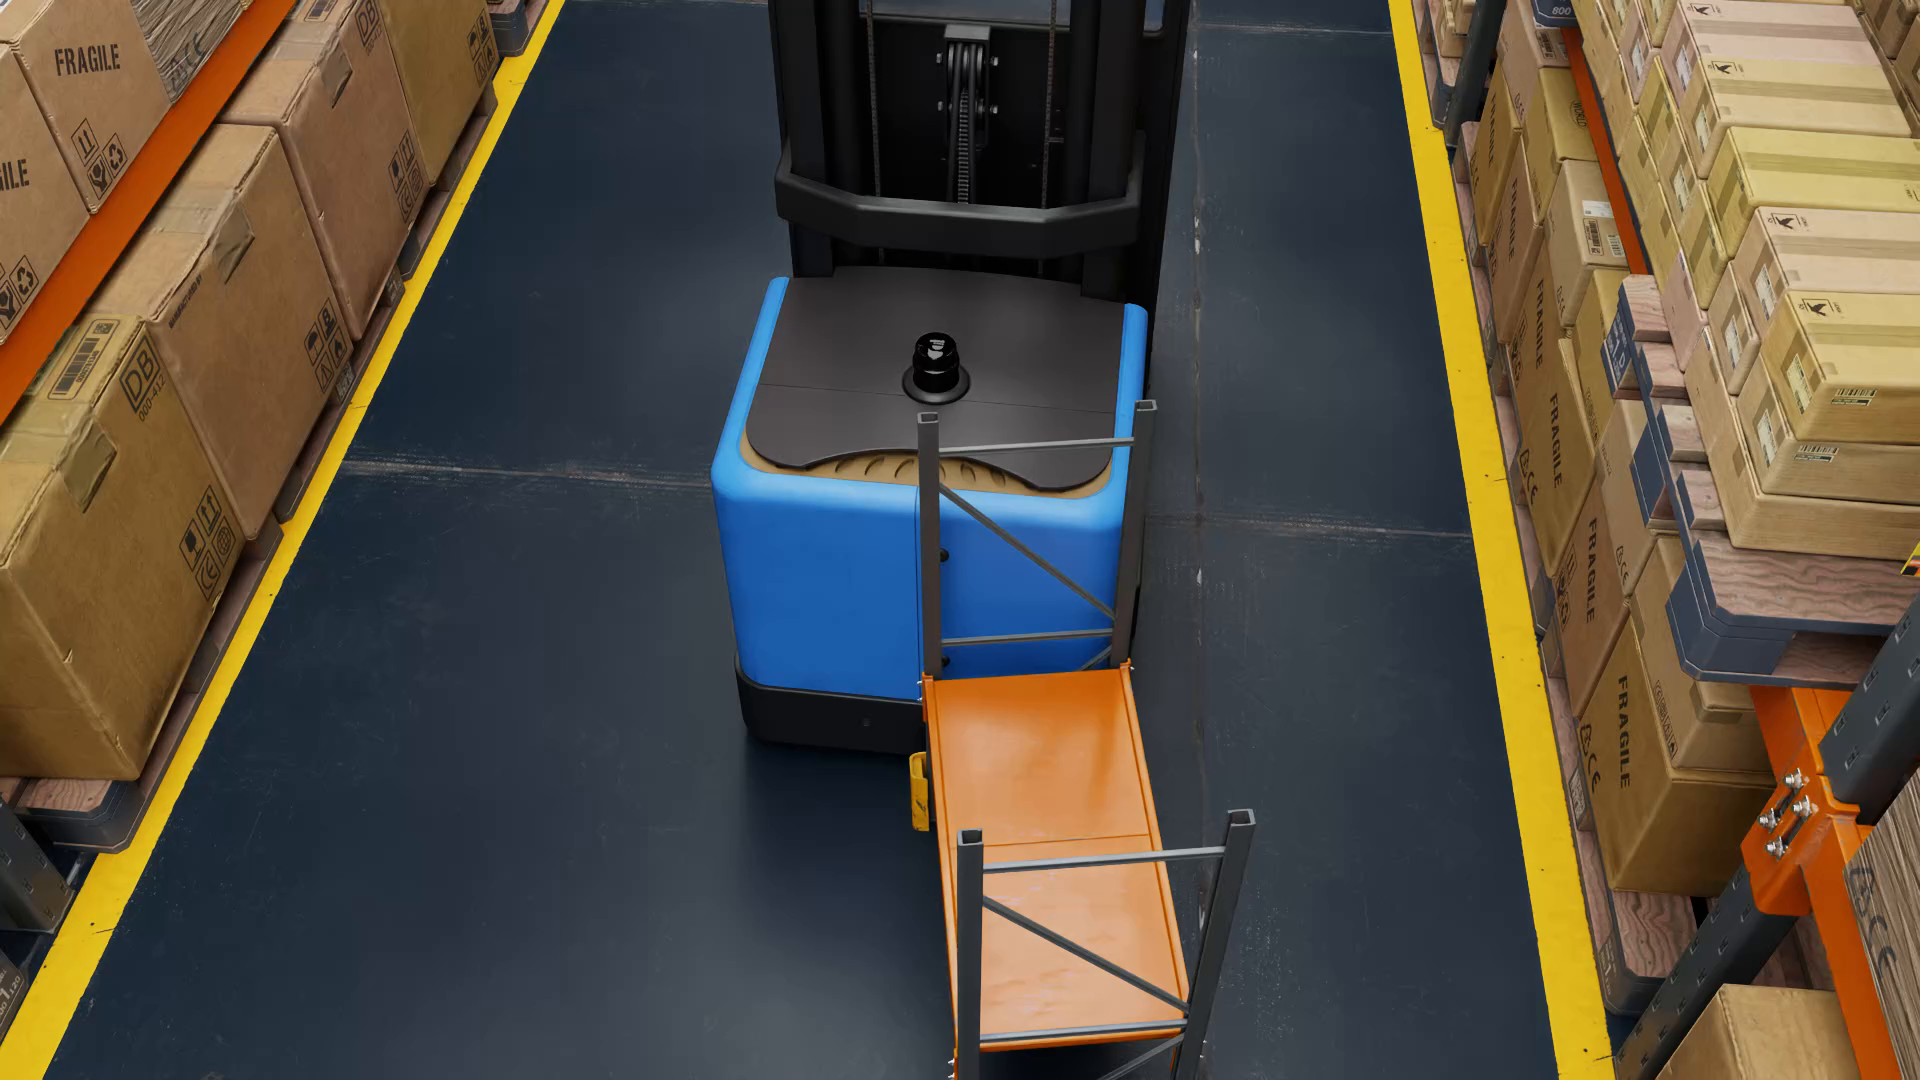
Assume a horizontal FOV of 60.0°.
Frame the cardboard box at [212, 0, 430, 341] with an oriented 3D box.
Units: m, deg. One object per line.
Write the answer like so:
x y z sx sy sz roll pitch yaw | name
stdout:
-2.592 -1.301 5.563 1.225 0.875 0.875 2 48 2 | cardboard box

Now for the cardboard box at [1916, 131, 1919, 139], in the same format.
2.428 -0.820 3.853 0.380 0.149 0.250 5 48 5 | cardboard box

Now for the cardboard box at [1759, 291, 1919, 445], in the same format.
1.681 -0.307 2.980 0.380 0.149 0.250 2 48 2 | cardboard box

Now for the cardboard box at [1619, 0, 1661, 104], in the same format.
1.800 -1.157 3.959 0.380 0.149 0.250 5 48 5 | cardboard box

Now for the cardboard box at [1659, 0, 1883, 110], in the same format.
1.779 -1.057 3.666 0.380 0.149 0.250 4 48 4 | cardboard box

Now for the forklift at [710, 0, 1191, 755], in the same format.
0.076 -1.451 4.590 1.130 2.935 3.031 5 48 5 | forklift

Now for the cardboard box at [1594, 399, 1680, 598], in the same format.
1.929 -0.101 4.211 0.500 0.250 0.500 4 48 4 | cardboard box

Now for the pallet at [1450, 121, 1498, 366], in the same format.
2.388 -1.084 6.098 1.003 0.211 1.213 4 48 4 | pallet

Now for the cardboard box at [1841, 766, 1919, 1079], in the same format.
1.783 0.620 2.582 0.500 0.500 0.500 4 48 4 | cardboard box

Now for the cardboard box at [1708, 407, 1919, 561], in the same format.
1.680 -0.108 3.202 0.380 0.149 0.250 5 48 4 | cardboard box

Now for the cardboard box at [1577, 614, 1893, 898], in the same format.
1.893 0.543 4.130 0.500 0.500 0.500 4 48 3 | cardboard box

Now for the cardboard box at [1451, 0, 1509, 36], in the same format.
2.170 -2.130 6.611 0.380 0.149 0.250 5 48 4 | cardboard box

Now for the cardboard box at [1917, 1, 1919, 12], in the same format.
2.446 -1.208 3.805 0.380 0.149 0.250 5 48 5 | cardboard box

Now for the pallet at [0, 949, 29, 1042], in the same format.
-2.910 1.450 3.781 1.003 0.211 1.213 4 48 4 | pallet

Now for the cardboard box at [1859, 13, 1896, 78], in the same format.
2.479 -1.196 4.196 0.380 0.149 0.250 2 48 2 | cardboard box

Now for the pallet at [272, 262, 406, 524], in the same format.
-2.576 -0.593 5.649 1.003 0.211 1.213 4 48 4 | pallet

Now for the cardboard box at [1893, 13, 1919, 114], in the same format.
2.453 -1.103 3.910 0.380 0.149 0.250 3 48 3 | cardboard box

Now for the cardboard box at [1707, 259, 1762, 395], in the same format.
1.707 -0.405 3.272 0.380 0.149 0.250 5 48 5 | cardboard box

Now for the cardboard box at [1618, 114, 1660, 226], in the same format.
1.777 -0.860 3.890 0.380 0.149 0.250 2 48 2 | cardboard box

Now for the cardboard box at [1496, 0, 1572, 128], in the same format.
2.127 -1.623 5.603 0.500 0.250 0.500 2 48 2 | cardboard box

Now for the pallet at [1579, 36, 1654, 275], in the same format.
2.233 -1.051 4.308 1.003 0.211 1.213 4 48 4 | pallet

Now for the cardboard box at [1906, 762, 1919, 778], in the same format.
2.397 0.301 3.844 0.500 0.250 0.500 2 48 2 | cardboard box

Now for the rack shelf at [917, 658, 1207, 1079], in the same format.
0.203 0.733 3.807 0.538 0.185 1.000 -3 48 -3 | rack shelf

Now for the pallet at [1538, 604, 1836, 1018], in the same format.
2.166 0.709 4.458 1.003 0.211 1.213 4 48 4 | pallet

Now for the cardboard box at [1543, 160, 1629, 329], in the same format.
2.030 -0.857 4.902 0.500 0.250 0.500 6 48 5 | cardboard box

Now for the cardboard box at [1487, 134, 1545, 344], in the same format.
2.080 -0.981 5.524 0.500 0.500 0.500 6 48 5 | cardboard box

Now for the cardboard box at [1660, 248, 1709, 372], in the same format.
1.728 -0.480 3.542 0.380 0.149 0.250 5 48 4 | cardboard box

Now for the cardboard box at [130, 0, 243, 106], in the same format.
-2.386 -1.561 4.578 0.500 0.500 0.500 4 48 4 | cardboard box

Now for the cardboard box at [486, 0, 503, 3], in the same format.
-2.333 -2.909 7.033 0.875 0.875 0.875 4 48 4 | cardboard box

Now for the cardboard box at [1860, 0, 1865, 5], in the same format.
2.501 -1.480 4.255 0.380 0.149 0.250 4 48 4 | cardboard box

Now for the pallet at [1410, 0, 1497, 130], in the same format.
2.483 -2.152 7.075 1.003 0.211 1.213 4 48 4 | pallet

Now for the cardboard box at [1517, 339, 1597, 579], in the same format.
1.976 -0.228 4.835 0.500 0.500 0.500 2 48 2 | cardboard box

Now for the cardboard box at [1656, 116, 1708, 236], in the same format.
1.752 -0.782 3.617 0.380 0.149 0.250 4 48 4 | cardboard box

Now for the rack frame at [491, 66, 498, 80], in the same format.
-2.473 -3.005 5.966 1.000 3.000 0.127 4 48 4 | rack frame

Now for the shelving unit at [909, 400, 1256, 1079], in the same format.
0.202 0.605 3.680 0.587 1.500 1.083 -3 48 -3 | shelving unit

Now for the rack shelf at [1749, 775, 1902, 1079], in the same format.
1.911 2.055 1.826 1.077 0.370 4.000 4 48 4 | rack shelf

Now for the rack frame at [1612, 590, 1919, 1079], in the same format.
2.093 0.342 2.904 1.000 3.000 0.127 4 48 4 | rack frame

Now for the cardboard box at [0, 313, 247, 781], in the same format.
-2.754 0.004 4.369 1.225 0.875 0.875 2 48 2 | cardboard box

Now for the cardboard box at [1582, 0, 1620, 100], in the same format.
1.824 -1.251 4.247 0.380 0.149 0.250 2 48 2 | cardboard box

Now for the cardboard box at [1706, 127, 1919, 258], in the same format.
1.730 -0.683 3.325 0.380 0.149 0.250 5 48 5 | cardboard box

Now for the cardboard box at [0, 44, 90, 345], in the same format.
-2.477 -0.817 3.897 0.500 0.500 0.500 3 48 2 | cardboard box

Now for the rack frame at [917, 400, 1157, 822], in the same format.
0.161 0.238 4.016 0.500 1.500 0.032 -3 48 -3 | rack frame
